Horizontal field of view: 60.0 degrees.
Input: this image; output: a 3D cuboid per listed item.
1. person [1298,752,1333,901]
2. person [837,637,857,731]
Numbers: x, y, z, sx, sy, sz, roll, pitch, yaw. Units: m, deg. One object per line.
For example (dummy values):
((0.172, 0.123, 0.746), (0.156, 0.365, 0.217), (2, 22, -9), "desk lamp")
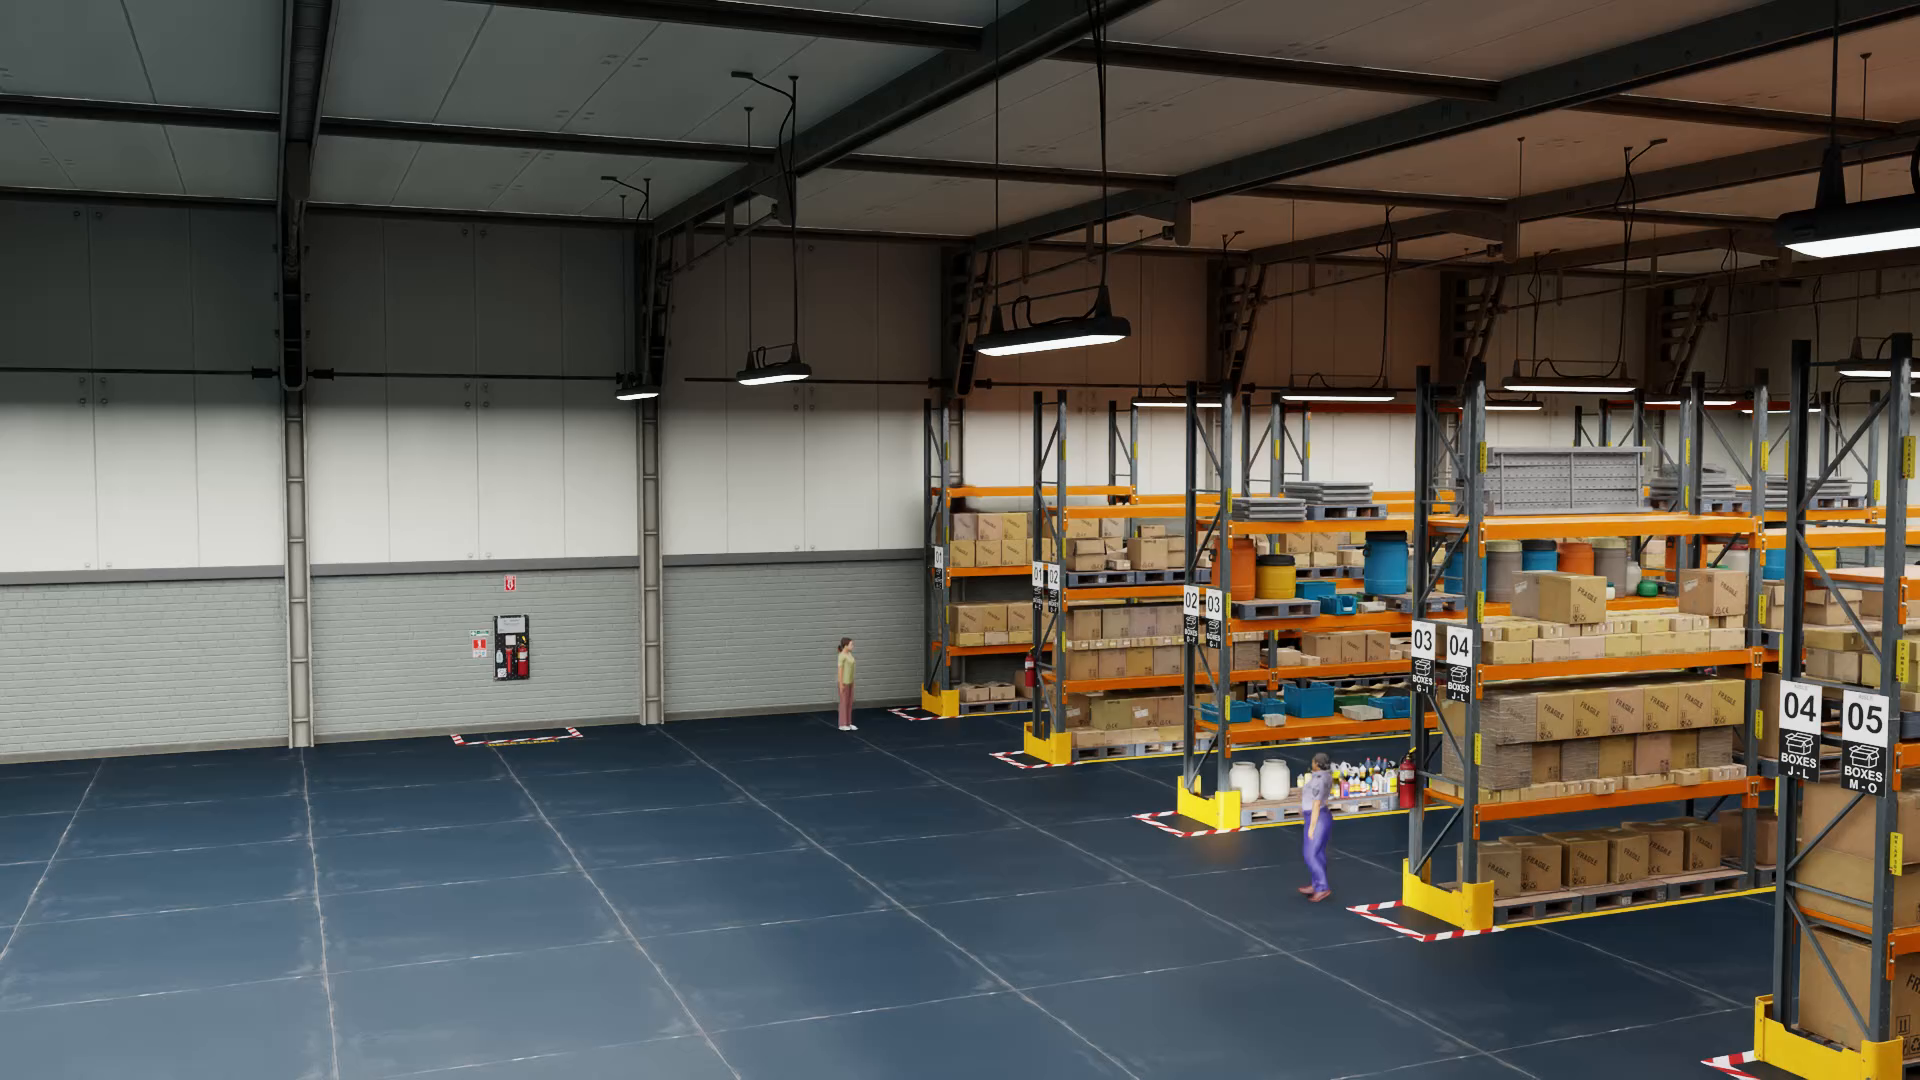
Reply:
((4.043, 3.240, 18.902), (0.387, 1.683, 0.530), (1, 4, 17), "person")
((-2.040, 2.573, 29.785), (0.319, 1.683, 0.475), (1, 4, 18), "person")
